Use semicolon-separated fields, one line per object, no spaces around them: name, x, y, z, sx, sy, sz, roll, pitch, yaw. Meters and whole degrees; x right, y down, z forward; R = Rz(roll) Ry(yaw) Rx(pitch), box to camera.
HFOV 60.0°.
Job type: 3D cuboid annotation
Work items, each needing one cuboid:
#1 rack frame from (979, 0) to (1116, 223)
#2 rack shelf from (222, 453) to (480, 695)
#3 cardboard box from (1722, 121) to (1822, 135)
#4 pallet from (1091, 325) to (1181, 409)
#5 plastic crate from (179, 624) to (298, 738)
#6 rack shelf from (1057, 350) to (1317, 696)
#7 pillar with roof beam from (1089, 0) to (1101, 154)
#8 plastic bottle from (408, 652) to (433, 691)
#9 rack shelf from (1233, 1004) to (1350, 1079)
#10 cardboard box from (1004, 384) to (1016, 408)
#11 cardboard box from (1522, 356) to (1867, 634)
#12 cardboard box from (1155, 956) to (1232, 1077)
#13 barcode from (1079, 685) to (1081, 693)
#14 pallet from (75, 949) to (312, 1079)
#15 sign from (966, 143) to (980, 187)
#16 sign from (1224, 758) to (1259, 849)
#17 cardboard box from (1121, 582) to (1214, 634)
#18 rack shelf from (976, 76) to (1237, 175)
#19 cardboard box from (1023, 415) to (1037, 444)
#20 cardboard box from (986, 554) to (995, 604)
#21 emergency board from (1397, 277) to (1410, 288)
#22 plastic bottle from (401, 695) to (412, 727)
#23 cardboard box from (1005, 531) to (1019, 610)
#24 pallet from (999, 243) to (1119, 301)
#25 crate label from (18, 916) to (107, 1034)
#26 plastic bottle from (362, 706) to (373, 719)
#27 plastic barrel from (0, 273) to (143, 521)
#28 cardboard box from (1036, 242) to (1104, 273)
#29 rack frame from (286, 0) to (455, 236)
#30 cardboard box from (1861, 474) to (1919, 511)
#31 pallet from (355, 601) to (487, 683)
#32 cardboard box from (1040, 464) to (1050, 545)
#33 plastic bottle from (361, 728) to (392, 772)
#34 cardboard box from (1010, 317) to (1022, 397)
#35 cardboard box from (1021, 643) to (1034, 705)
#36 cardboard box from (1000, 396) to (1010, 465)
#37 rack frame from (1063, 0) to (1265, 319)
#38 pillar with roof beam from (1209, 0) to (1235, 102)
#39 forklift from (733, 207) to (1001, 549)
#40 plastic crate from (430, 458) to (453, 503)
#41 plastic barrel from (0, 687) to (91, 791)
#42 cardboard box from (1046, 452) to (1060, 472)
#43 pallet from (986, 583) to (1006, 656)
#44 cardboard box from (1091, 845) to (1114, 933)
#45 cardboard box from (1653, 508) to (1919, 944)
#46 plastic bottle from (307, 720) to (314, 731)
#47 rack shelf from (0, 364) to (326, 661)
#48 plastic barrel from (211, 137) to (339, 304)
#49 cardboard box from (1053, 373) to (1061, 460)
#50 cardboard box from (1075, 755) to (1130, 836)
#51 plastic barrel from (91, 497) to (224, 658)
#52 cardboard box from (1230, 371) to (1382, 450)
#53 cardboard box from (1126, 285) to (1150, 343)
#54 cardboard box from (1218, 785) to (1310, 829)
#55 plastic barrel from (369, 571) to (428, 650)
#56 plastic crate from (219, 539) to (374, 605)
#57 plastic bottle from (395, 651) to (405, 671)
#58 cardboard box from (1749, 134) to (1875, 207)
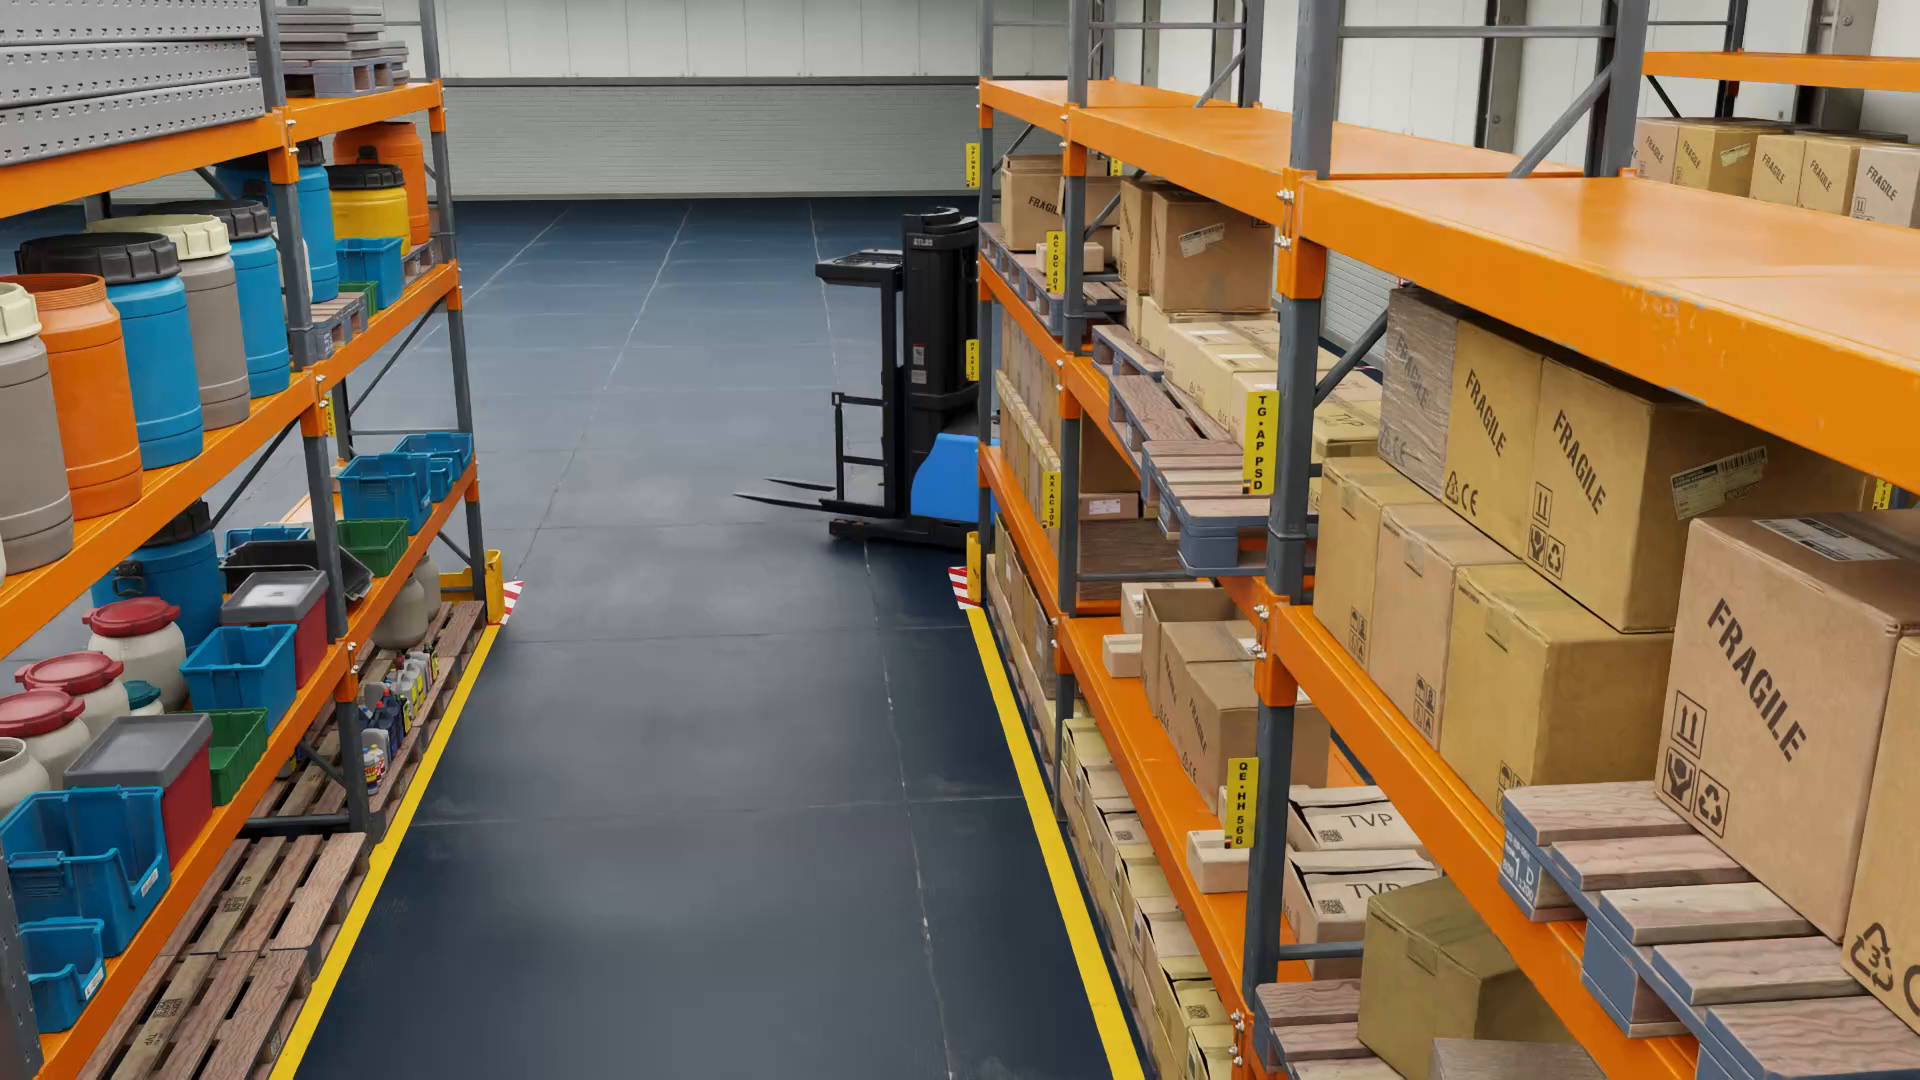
rack frame;0.652;-3.843;12.396;1.000;3.000;0.127;-2;18;-6
rack shelf;-4.069;0.110;11.020;1.077;0.370;4.000;-2;18;-6
cardboard box;5.951;-2.818;12.269;0.500;0.500;0.500;-1;17;-2
pallet;1.169;-0.867;8.242;0.805;0.209;1.217;-2;18;-8
plastic crate;-3.439;0.689;8.001;0.392;0.384;0.575;-2;18;-6
rack shelf;1.271;-0.281;7.259;1.077;0.370;4.000;-2;18;-6
pillar with roof beam;-0.865;-12.621;40.354;9.100;9.000;0.400;-2;18;-6
plastic bottle;-3.651;0.870;11.211;0.152;0.276;0.135;-2;18;-5
rack shelf;1.684;2.341;3.912;1.077;0.370;4.000;-2;18;-6
cardboard box;0.533;-1.062;12.302;0.380;0.149;0.250;-2;18;-5
cardboard box;1.621;-0.120;3.706;0.500;0.500;0.500;-2;18;-6
cardboard box;1.118;1.943;6.933;0.500;0.311;0.500;-2;18;-6
barcode;0.677;0.824;9.380;0.001;0.075;0.075;-2;18;-6
pallet;-3.614;2.290;7.531;1.003;0.211;1.213;-2;18;-6
sign;0.099;-2.852;12.654;0.100;0.325;0.005;-2;18;-6
sign;0.926;0.868;5.471;0.100;0.325;0.005;-2;18;-6
cardboard box;1.159;0.427;9.058;0.500;0.250;0.500;-1;17;-2
rack shelf;0.858;-2.714;10.666;1.077;0.370;4.000;-2;18;-6
cardboard box;0.636;-0.757;11.330;0.380;0.149;0.250;-2;18;-5
cardboard box;0.486;0.297;13.113;0.500;0.250;0.500;-2;18;-6
emergency board;5.676;-3.479;21.249;0.194;1.169;0.643;-2;18;-6
plastic bottle;-3.558;1.093;10.625;0.097;0.201;0.097;0;17;0
cardboard box;0.604;0.237;12.053;0.500;0.500;0.500;-2;18;-6
pallet;0.828;-1.794;11.025;1.003;0.211;1.213;-2;18;-6
crate label;-3.121;1.497;5.681;0.303;0.233;0.416;-2;18;-6
plastic bottle;-3.668;1.161;10.290;0.097;0.271;0.097;0;17;0
plastic barrel;-3.386;-0.528;6.127;0.600;0.830;0.708;-2;18;-6
cardboard box;0.668;-1.719;10.121;0.380;0.149;0.250;-2;18;-6
rack frame;-4.275;-3.692;11.912;1.000;3.000;0.127;-2;18;-6
cardboard box;5.635;-0.371;10.315;0.500;0.500;0.500;-2;18;-6
pallet;-4.142;0.765;12.389;1.003;0.211;1.213;-2;18;-6
cardboard box;0.904;-0.276;10.881;0.700;0.500;0.500;-2;17;-5
plastic bottle;-3.520;1.248;10.006;0.152;0.276;0.135;-1;17;-4
cardboard box;0.753;-1.336;12.092;0.700;0.500;0.500;-2;18;-7
cardboard box;0.692;0.893;11.215;0.500;0.250;0.500;-2;18;-6
cardboard box;0.688;-0.889;12.835;0.700;0.500;0.500;-2;18;-6
rack frame;1.065;-2.652;8.600;1.000;3.000;0.127;-2;18;-6
pillar with roof beam;0.373;-9.046;28.966;9.100;9.000;0.400;-2;18;-6
forklift;-0.644;-1.527;15.148;3.031;2.935;1.130;8;19;23
plastic crate;-3.865;-0.425;11.771;0.499;0.251;0.408;-2;18;-6
plastic barrel;-3.862;0.937;6.958;0.433;0.535;0.433;0;17;0
cardboard box;0.742;-0.451;10.356;0.380;0.149;0.250;-2;18;-6
pallet;0.773;0.576;12.991;1.003;0.211;1.213;-2;18;-6
cardboard box;0.967;1.756;8.464;0.500;0.250;0.500;-2;18;-7
cardboard box;1.771;0.317;3.115;0.600;0.600;0.600;-2;18;-8
plastic bottle;-4.176;1.060;10.593;0.061;0.283;0.133;-2;18;-6
rack shelf;-3.656;-0.130;6.775;1.077;0.370;4.000;-2;18;-6
plastic barrel;-3.859;-1.808;9.383;0.600;0.901;0.708;-2;18;-6
cardboard box;0.959;-0.739;10.189;0.700;0.500;0.500;-2;18;-6
cardboard box;0.906;1.335;8.871;0.500;0.311;0.500;-2;18;-6
plastic barrel;-4.124;0.248;8.543;0.600;0.901;0.708;-2;18;-6
cardboard box;1.302;-0.447;6.134;0.500;0.250;0.500;-1;17;-4
cardboard box;1.119;-1.166;8.423;0.500;0.250;0.500;0;17;0
cardboard box;1.290;1.144;6.945;0.380;0.149;0.250;0;17;-2
plastic barrel;-4.080;0.500;12.028;0.421;0.512;0.421;0;17;0
plastic crate;-3.790;0.232;9.533;0.767;0.338;0.504;-2;18;-6
plastic bottle;-3.757;0.870;11.199;0.061;0.283;0.133;-2;18;-6
cardboard box;5.539;-2.368;10.835;0.500;0.500;0.500;-2;18;-8
